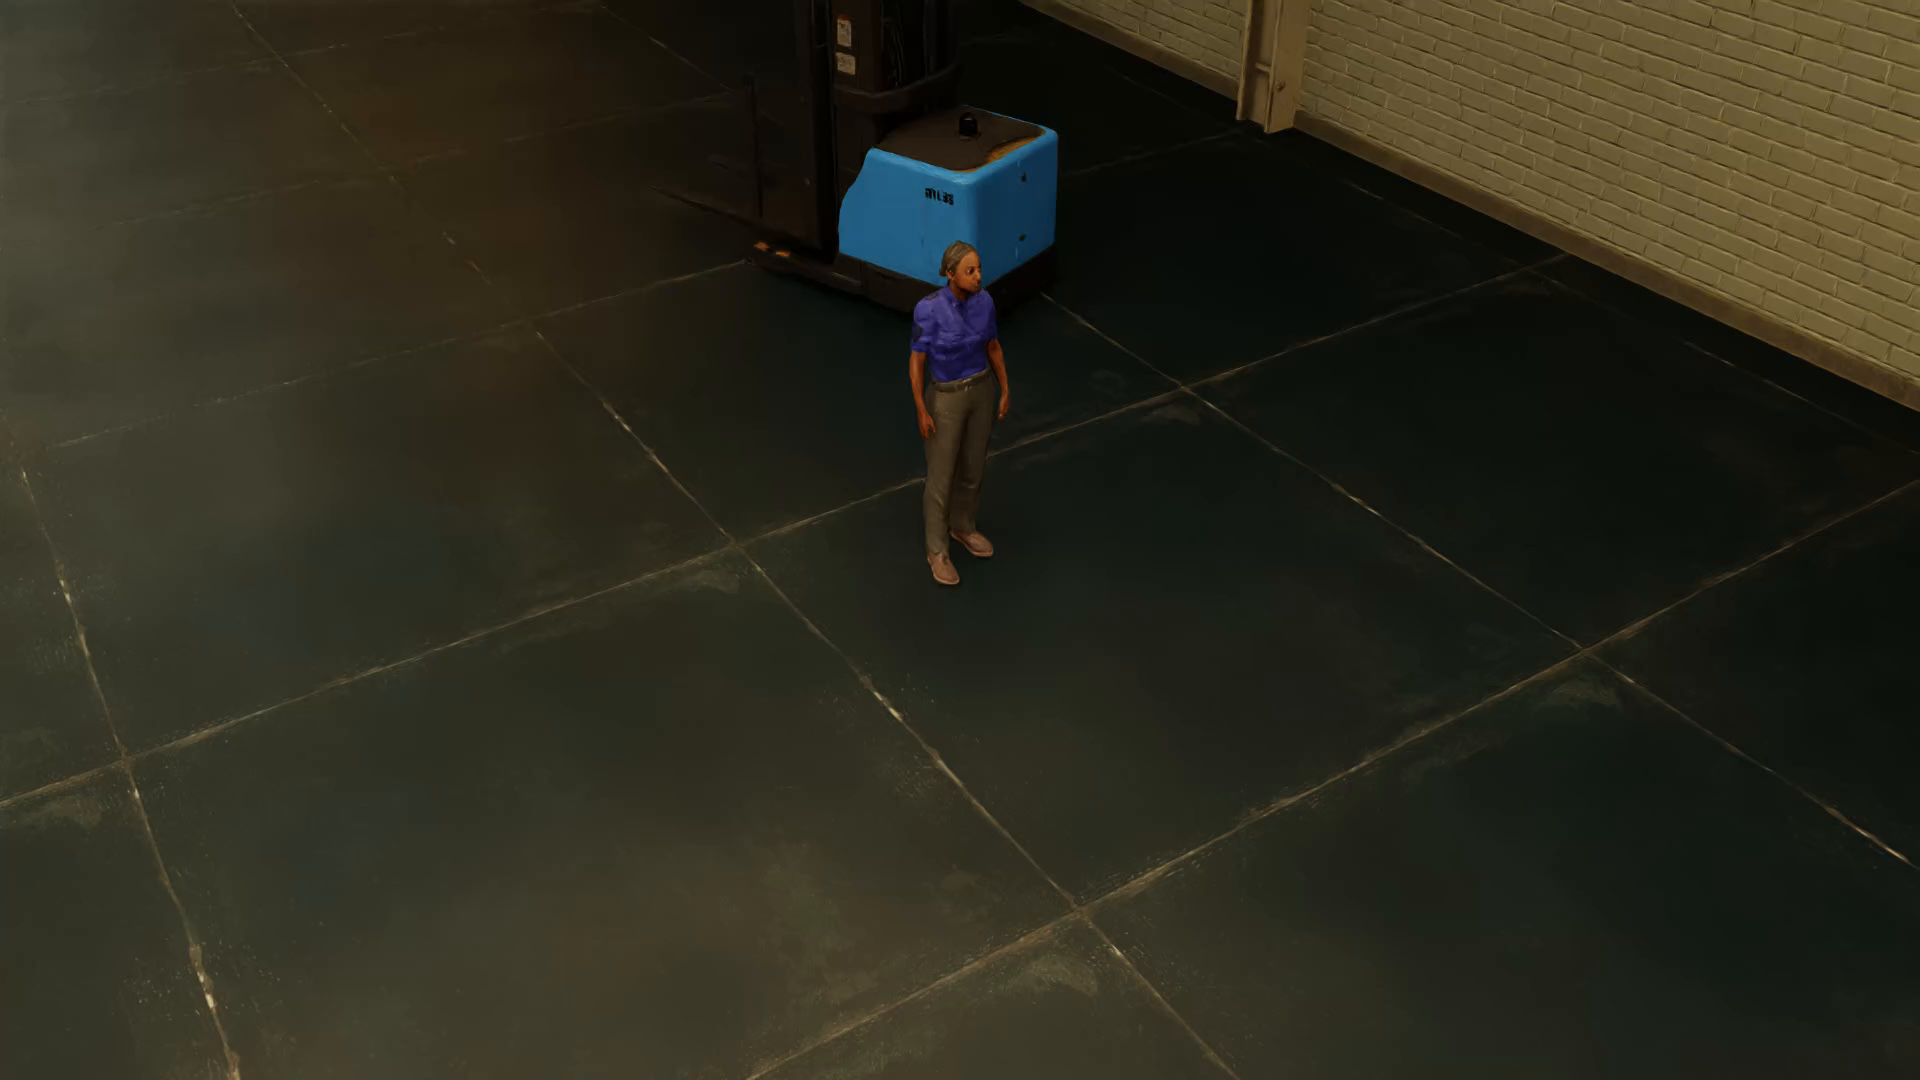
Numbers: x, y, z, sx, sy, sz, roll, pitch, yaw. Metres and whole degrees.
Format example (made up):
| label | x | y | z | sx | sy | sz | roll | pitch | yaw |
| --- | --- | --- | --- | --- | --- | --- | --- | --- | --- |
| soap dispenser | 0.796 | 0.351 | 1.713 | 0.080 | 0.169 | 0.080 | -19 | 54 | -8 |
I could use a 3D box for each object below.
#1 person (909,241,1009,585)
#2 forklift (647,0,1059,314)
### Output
| label | x | y | z | sx | sy | sz | roll | pitch | yaw |
| --- | --- | --- | --- | --- | --- | --- | --- | --- | --- |
| person | 0.032 | -0.634 | 8.148 | 0.570 | 1.654 | 0.503 | -21 | 40 | -27 |
| forklift | -0.841 | -3.209 | 10.715 | 3.031 | 2.935 | 1.130 | 23 | 41 | 29 |
